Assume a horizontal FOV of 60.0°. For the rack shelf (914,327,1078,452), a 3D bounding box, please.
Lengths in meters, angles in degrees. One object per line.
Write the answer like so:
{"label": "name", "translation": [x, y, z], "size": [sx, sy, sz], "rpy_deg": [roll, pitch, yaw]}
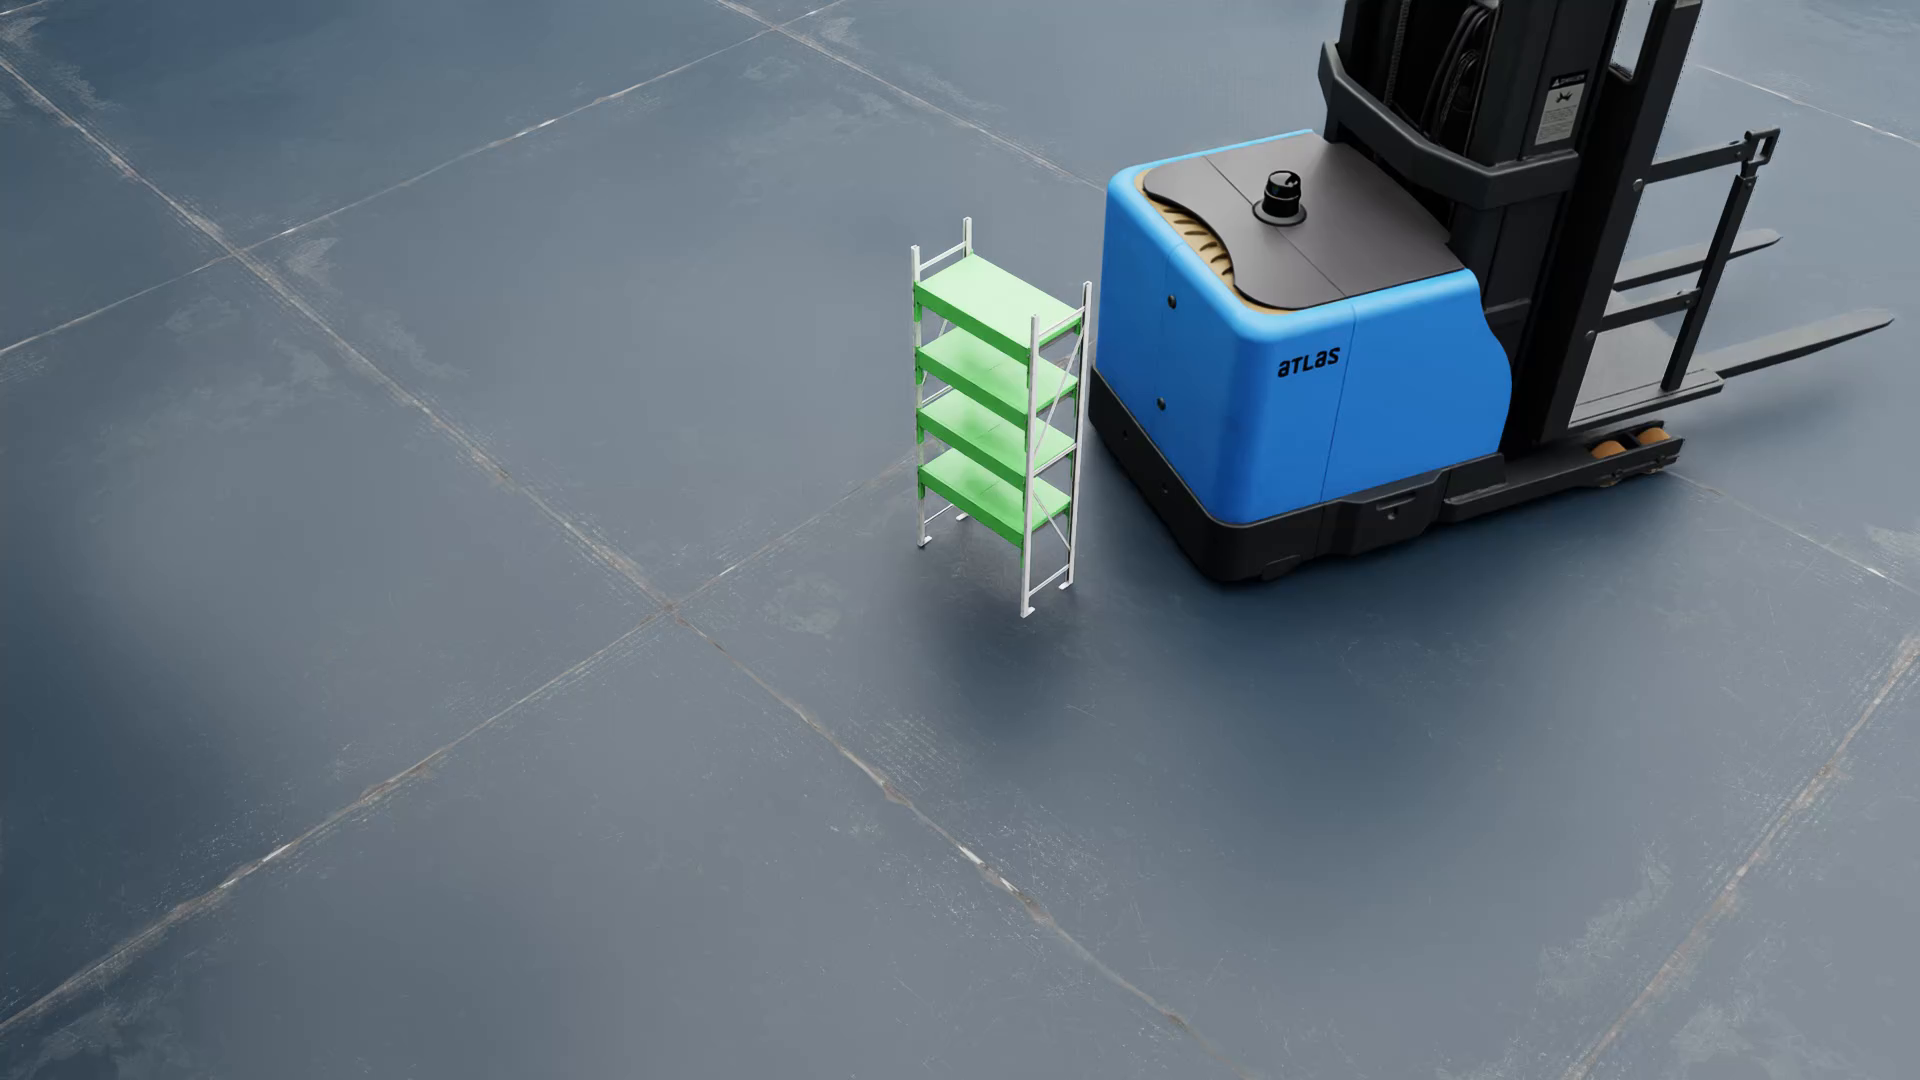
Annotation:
{"label": "rack shelf", "translation": [0.117, -0.490, 5.137], "size": [0.258, 0.148, 0.480], "rpy_deg": [-34, 53, -31]}

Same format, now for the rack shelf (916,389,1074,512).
{"label": "rack shelf", "translation": [0.117, -0.314, 5.300], "size": [0.258, 0.148, 0.480], "rpy_deg": [-34, 53, -31]}

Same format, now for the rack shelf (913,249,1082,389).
{"label": "rack shelf", "translation": [0.117, -0.667, 4.974], "size": [0.258, 0.148, 0.480], "rpy_deg": [-34, 53, -31]}

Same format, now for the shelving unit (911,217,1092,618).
{"label": "shelving unit", "translation": [0.117, -0.361, 5.257], "size": [0.258, 1.200, 0.503], "rpy_deg": [-34, 53, -31]}

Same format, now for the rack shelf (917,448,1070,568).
{"label": "rack shelf", "translation": [0.117, -0.138, 5.463], "size": [0.258, 0.148, 0.480], "rpy_deg": [-34, 53, -31]}

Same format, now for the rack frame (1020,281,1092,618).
{"label": "rack frame", "translation": [0.289, -0.244, 5.130], "size": [0.240, 1.200, 0.015], "rpy_deg": [-34, 53, -31]}

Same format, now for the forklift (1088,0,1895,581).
{"label": "forklift", "translation": [2.040, -1.583, 5.303], "size": [3.031, 2.935, 1.130], "rpy_deg": [-15, 45, -16]}

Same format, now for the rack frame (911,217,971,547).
{"label": "rack frame", "translation": [-0.055, -0.478, 5.384], "size": [0.240, 1.200, 0.015], "rpy_deg": [-34, 53, -31]}
